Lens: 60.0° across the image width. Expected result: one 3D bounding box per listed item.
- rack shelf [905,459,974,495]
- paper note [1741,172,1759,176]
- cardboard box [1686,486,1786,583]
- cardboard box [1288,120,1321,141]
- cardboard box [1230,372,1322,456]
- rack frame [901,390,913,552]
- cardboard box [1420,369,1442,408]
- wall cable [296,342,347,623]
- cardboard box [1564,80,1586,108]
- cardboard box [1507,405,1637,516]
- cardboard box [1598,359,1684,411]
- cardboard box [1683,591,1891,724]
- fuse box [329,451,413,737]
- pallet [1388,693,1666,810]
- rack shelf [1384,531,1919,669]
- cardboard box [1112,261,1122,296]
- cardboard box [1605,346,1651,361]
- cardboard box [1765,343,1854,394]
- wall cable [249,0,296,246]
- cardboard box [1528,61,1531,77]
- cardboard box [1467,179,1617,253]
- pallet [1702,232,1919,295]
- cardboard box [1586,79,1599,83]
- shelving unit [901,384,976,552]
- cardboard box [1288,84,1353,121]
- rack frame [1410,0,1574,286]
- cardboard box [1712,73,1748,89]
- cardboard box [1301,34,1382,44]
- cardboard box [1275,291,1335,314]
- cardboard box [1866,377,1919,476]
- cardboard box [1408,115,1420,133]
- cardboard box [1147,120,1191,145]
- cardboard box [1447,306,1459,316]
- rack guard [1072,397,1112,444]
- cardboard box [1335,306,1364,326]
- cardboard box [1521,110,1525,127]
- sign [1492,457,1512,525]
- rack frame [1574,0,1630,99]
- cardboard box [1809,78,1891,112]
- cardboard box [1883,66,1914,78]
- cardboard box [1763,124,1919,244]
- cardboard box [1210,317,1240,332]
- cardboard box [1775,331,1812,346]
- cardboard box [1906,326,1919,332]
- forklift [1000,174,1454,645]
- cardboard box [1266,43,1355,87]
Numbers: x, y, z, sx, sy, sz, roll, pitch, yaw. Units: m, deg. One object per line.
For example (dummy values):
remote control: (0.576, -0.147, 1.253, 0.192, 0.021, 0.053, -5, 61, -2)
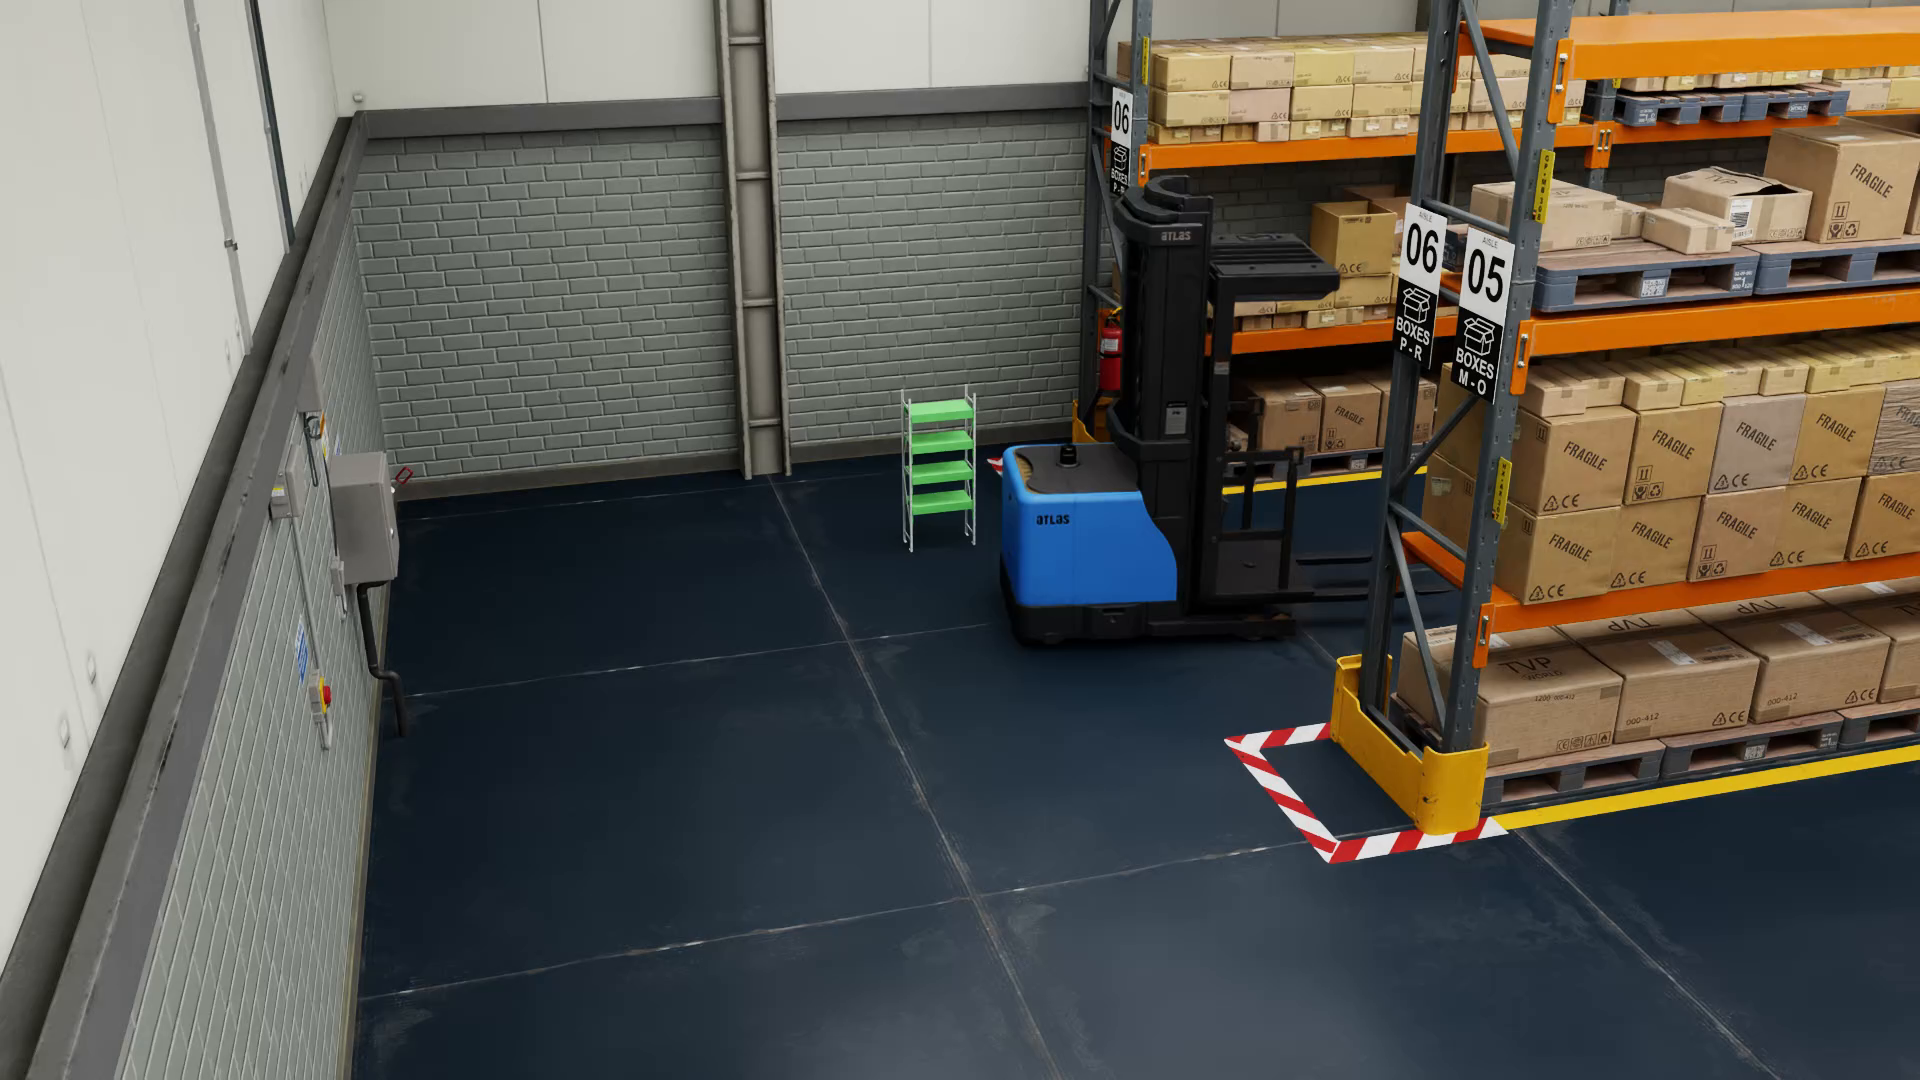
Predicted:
rack shelf: (-0.159, -0.475, 12.428, 0.480, 0.148, 0.258, -6, 24, -14)
paper note: (4.407, -2.039, 9.286, 0.123, 0.032, 0.006, -6, 24, -14)
cardboard box: (4.055, -0.121, 9.031, 0.500, 0.500, 0.500, -6, 24, -15)
cardboard box: (2.582, -3.191, 12.827, 0.250, 0.149, 0.380, -6, 24, -15)
cardboard box: (2.645, -1.055, 13.972, 0.500, 0.500, 0.700, -5, 24, -12)
rack frame: (-0.394, -0.508, 12.342, 0.015, 1.200, 0.240, -6, 24, -14)
cardboard box: (4.349, -1.308, 14.801, 0.500, 0.311, 0.500, -5, 24, -12)
wall cable: (-3.275, -0.416, 8.556, 0.122, 1.984, 0.588, -6, 24, -14)
cardboard box: (4.652, -3.631, 13.347, 0.500, 0.250, 0.500, -6, 24, -14)
cardboard box: (3.081, -0.469, 8.575, 0.500, 0.500, 0.500, -7, 24, -16)
cardboard box: (3.473, -0.796, 8.514, 0.250, 0.149, 0.380, -6, 24, -13)
cardboard box: (4.898, 0.659, 10.057, 0.875, 0.438, 0.875, -7, 24, -16)
fuse box: (-3.308, 0.368, 9.654, 0.414, 1.711, 0.539, -6, 24, -14)
pallet: (3.290, 1.146, 9.743, 1.213, 0.211, 1.003, -6, 24, -14)
rack shelf: (4.467, 0.097, 9.563, 4.000, 0.370, 1.077, -6, 24, -14)
cardboard box: (1.568, -2.123, 13.636, 0.500, 0.250, 0.500, -6, 24, -13)
cardboard box: (3.550, -1.046, 9.095, 0.250, 0.149, 0.380, -6, 24, -13)
cardboard box: (4.463, -0.906, 8.771, 0.250, 0.149, 0.380, -7, 24, -16)
wall cable: (-3.776, -3.430, 9.214, 0.133, 3.039, 2.988, -6, 24, -14)
cardboard box: (4.628, -3.862, 13.252, 0.500, 0.250, 0.500, -6, 24, -14)
cardboard box: (2.951, -1.652, 8.452, 0.500, 0.250, 0.500, -9, 25, -19)
pallet: (4.430, -1.573, 8.851, 1.213, 0.211, 1.003, -6, 24, -14)
cardboard box: (5.322, -3.892, 13.801, 0.250, 0.149, 0.380, -6, 24, -15)
shelving unit: (-0.159, -0.534, 12.402, 0.503, 1.200, 0.258, -6, 24, -14)
cardboard box: (2.678, -3.407, 12.824, 0.500, 0.250, 0.500, -7, 24, -16)
rack frame: (2.542, -2.778, 7.742, 0.127, 3.000, 1.000, -6, 24, -14)
cardboard box: (6.186, -3.787, 13.557, 0.250, 0.149, 0.380, -6, 24, -14)
cardboard box: (3.033, -3.891, 13.320, 0.500, 0.250, 0.500, -6, 24, -14)
cardboard box: (2.679, -2.028, 13.415, 0.500, 0.250, 0.500, -7, 24, -15)
cardboard box: (5.035, -0.689, 9.086, 0.500, 0.500, 0.500, -6, 24, -14)
cardboard box: (3.541, -3.323, 13.134, 0.250, 0.149, 0.380, -6, 24, -14)
cardboard box: (1.567, -3.114, 12.647, 0.250, 0.149, 0.380, -6, 24, -13)
cardboard box: (4.061, -1.995, 13.845, 0.250, 0.149, 0.380, -6, 24, -13)
rack guard: (1.270, -0.764, 13.828, 0.348, 0.500, 1.175, -6, 24, -14)
cardboard box: (3.090, -1.875, 13.564, 0.250, 0.149, 0.380, -6, 24, -13)
cardboard box: (4.546, -3.419, 13.358, 0.250, 0.149, 0.380, -6, 24, -14)
sign: (2.686, -0.244, 8.246, 0.005, 0.325, 0.100, -6, 24, -14)
rack frame: (5.049, -5.088, 13.126, 0.127, 3.000, 1.000, -6, 24, -14)
cardboard box: (7.506, -3.813, 14.148, 0.500, 0.250, 0.500, -6, 24, -14)
cardboard box: (7.881, -4.039, 14.170, 0.250, 0.149, 0.380, -6, 24, -14)
cardboard box: (4.523, -1.842, 8.579, 0.500, 0.500, 0.500, -6, 24, -13)
cardboard box: (2.064, -1.806, 13.404, 0.250, 0.149, 0.380, -7, 24, -15)
cardboard box: (4.547, -1.160, 9.363, 0.250, 0.149, 0.380, -6, 24, -14)
cardboard box: (5.418, -1.053, 9.114, 0.250, 0.149, 0.380, -7, 24, -15)
forklift: (1.830, -0.879, 11.012, 3.031, 2.935, 1.130, -2, 23, -5)
cardboard box: (2.667, -3.639, 12.731, 0.500, 0.250, 0.500, -7, 24, -15)
